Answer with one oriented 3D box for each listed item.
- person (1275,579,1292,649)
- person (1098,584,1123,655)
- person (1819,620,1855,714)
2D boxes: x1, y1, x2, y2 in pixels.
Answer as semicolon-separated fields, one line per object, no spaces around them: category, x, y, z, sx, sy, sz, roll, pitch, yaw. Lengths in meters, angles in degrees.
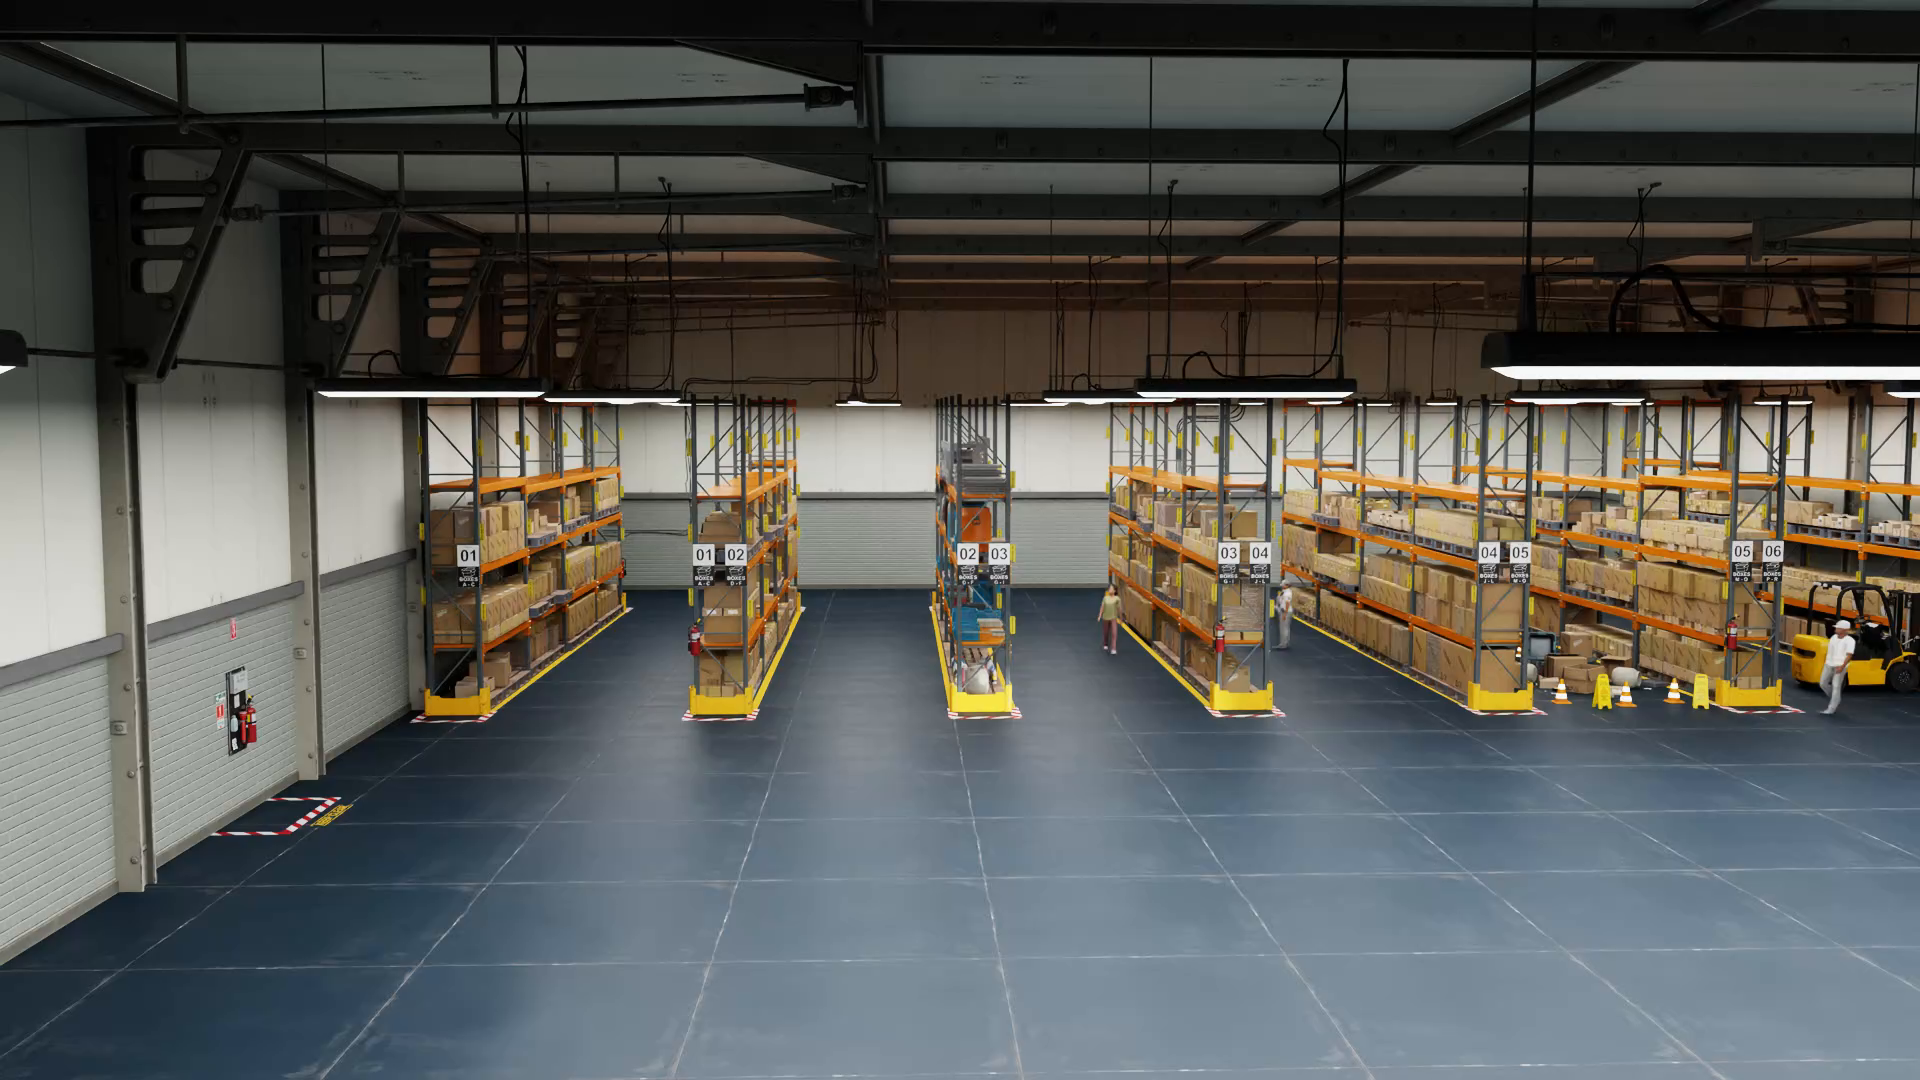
person;7.756;1.766;39.830;0.408;1.665;0.561;1;5;12
person;3.518;1.850;38.926;0.581;1.621;1.014;0;4;2
person;16.457;2.386;31.298;0.623;1.753;0.640;-2;5;-28
